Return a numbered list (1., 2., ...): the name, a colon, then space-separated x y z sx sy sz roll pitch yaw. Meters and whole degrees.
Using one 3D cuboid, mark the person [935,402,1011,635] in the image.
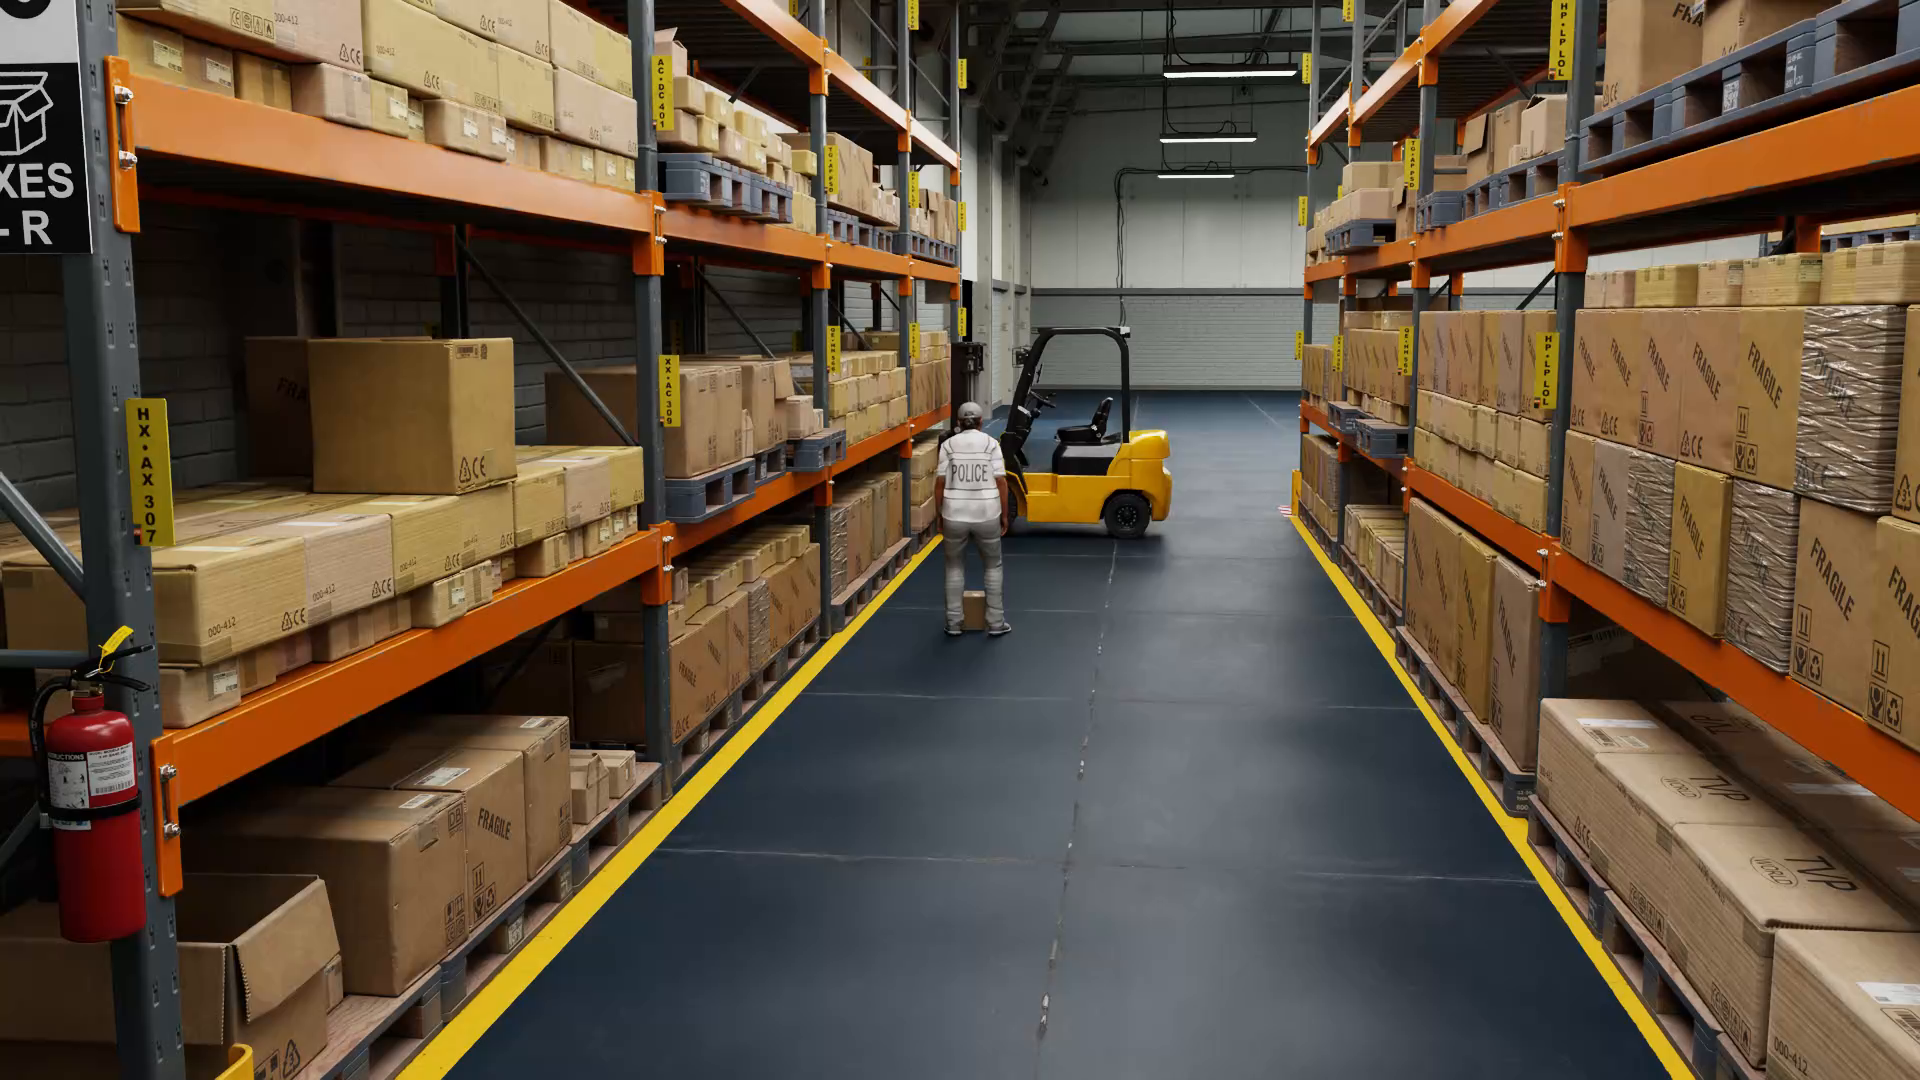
1. person: 0.093 -0.153 11.900 0.541 1.667 0.464 1 8 5
